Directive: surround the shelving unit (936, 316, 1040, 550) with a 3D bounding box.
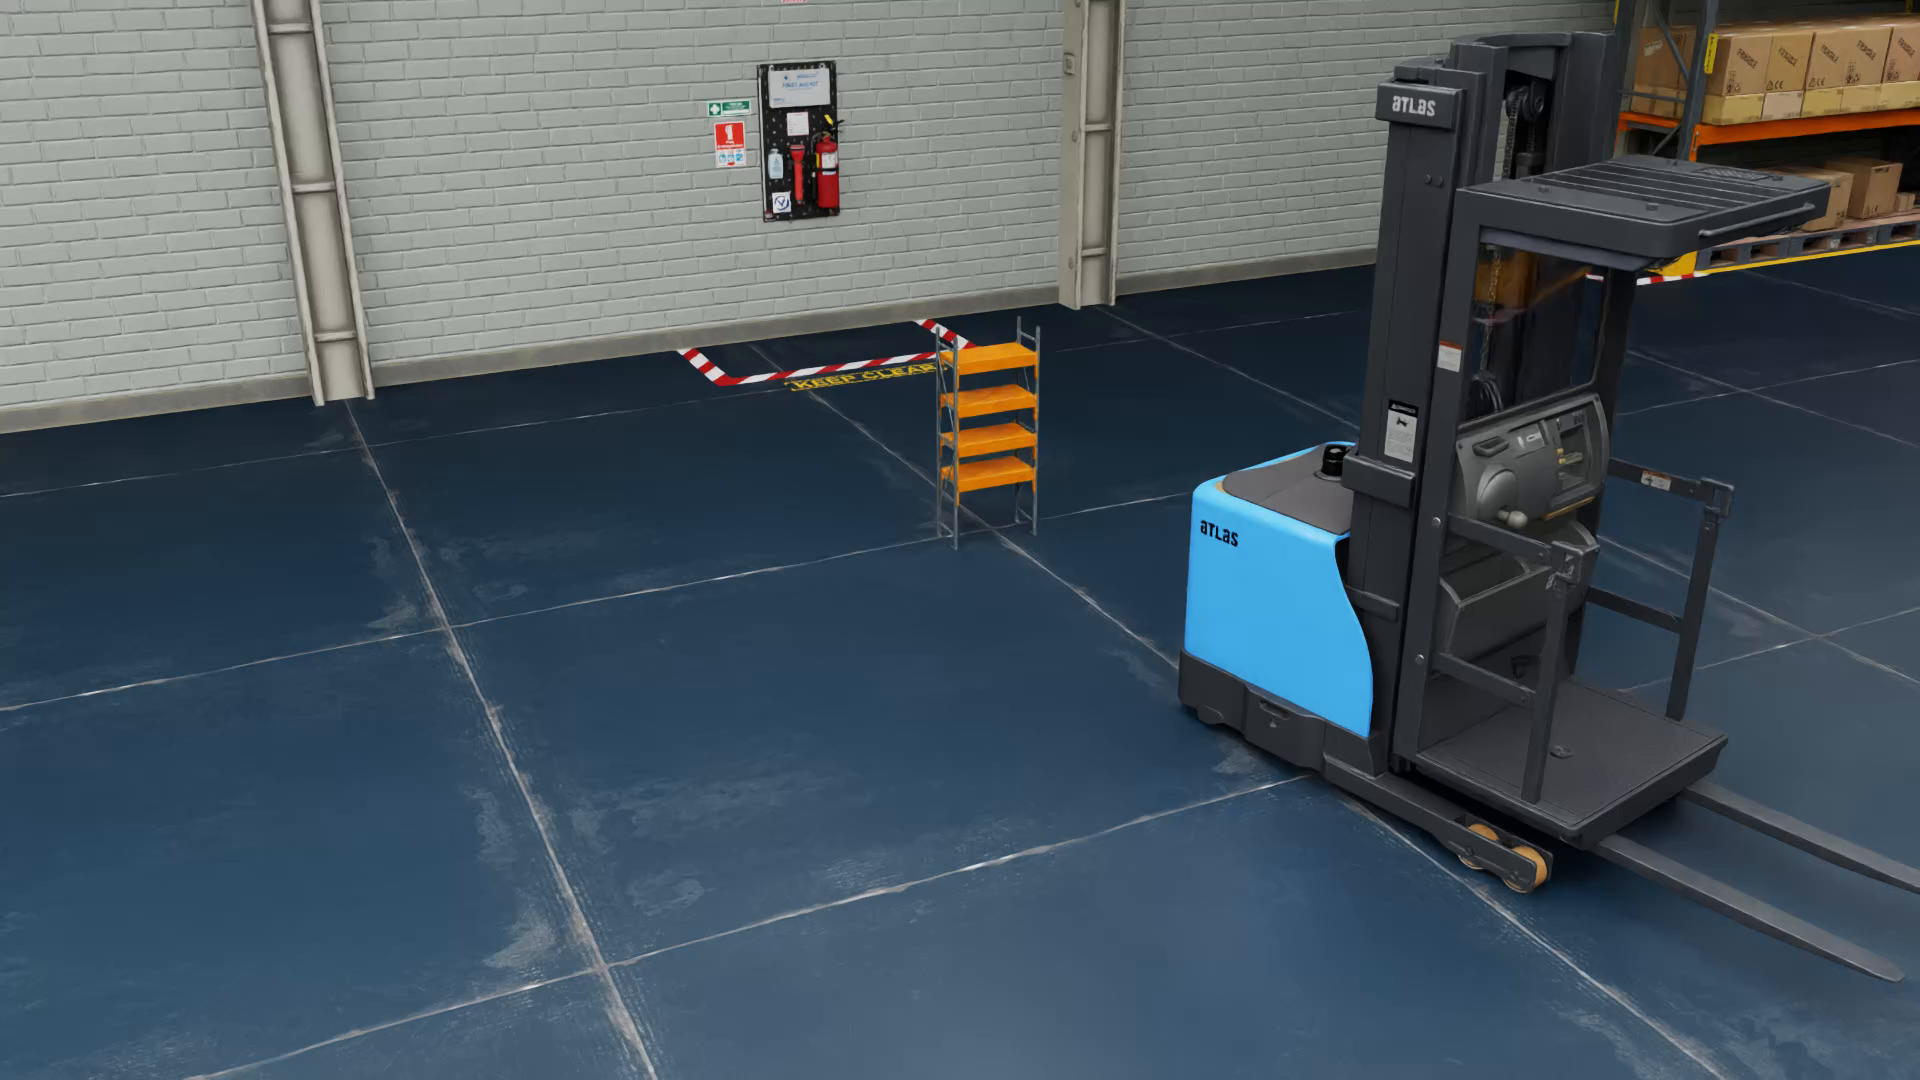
[{"bbox_3d":[0.149,-0.582,9.087,0.503,1.200,0.258,-10,25,-24],"label":"shelving unit"}]

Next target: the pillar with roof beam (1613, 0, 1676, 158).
[{"bbox_3d":[8.343,-5.675,11.194,0.400,9.000,9.100,-10,25,-24],"label":"pillar with roof beam"}]

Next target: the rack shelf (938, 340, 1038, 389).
[{"bbox_3d":[0.149,-0.945,8.937,0.480,0.148,0.258,-10,25,-24],"label":"rack shelf"}]

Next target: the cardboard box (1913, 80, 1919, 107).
[{"bbox_3d":[9.077,-4.313,15.918,0.500,0.250,0.500,-10,25,-23],"label":"cardboard box"}]

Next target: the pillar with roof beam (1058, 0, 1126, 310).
[{"bbox_3d":[2.937,-4.680,8.790,0.400,9.000,9.100,-10,25,-24],"label":"pillar with roof beam"}]

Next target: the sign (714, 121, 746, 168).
[{"bbox_3d":[-1.716,-2.955,12.420,0.234,0.329,0.001,-10,25,-24],"label":"sign"}]

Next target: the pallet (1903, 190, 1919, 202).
[{"bbox_3d":[10.526,-3.477,17.375,1.213,0.211,1.003,-10,25,-24],"label":"pallet"}]

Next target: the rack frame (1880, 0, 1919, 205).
[{"bbox_3d":[9.825,-4.636,16.528,0.127,3.000,1.000,-10,25,-24],"label":"rack frame"}]

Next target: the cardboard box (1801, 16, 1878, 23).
[{"bbox_3d":[8.391,-4.751,15.996,0.500,0.500,0.500,-10,24,-22],"label":"cardboard box"}]

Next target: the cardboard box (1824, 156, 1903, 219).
[{"bbox_3d":[8.907,-3.498,16.473,0.500,0.500,0.500,-12,26,-28],"label":"cardboard box"}]

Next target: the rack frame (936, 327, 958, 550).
[{"bbox_3d":[-0.071,-0.541,8.989,0.015,1.200,0.240,-10,25,-24],"label":"rack frame"}]

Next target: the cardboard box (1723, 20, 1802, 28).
[{"bbox_3d":[7.475,-4.578,15.577,0.500,0.500,0.500,-11,25,-25],"label":"cardboard box"}]

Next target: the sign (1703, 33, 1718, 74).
[{"bbox_3d":[6.456,-4.186,14.308,0.005,0.325,0.100,-10,25,-24],"label":"sign"}]

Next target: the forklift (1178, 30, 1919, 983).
[{"bbox_3d":[2.283,-0.275,6.081,1.130,2.935,3.031,-17,28,-36],"label":"forklift"}]

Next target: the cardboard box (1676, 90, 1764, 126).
[{"bbox_3d":[6.798,-3.884,14.881,0.500,0.250,0.500,-11,25,-25],"label":"cardboard box"}]

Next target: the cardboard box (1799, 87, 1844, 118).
[{"bbox_3d":[7.721,-4.058,15.300,0.500,0.250,0.500,-11,25,-24],"label":"cardboard box"}]

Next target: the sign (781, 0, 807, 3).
[{"bbox_3d":[-1.224,-4.099,12.199,0.199,0.298,0.001,-10,25,-24],"label":"sign"}]

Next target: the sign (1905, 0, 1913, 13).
[{"bbox_3d":[9.581,-5.362,16.767,0.005,0.325,0.100,-10,25,-24],"label":"sign"}]

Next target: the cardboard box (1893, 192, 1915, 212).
[{"bbox_3d":[9.356,-3.431,16.746,0.250,0.166,0.380,-14,26,-30],"label":"cardboard box"}]

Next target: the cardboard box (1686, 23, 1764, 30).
[{"bbox_3d":[7.011,-4.491,15.366,0.500,0.500,0.500,-10,25,-23],"label":"cardboard box"}]

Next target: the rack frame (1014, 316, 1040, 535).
[{"bbox_3d":[0.369,-0.622,9.185,0.015,1.200,0.240,-10,25,-24],"label":"rack frame"}]

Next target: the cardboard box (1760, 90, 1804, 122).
[{"bbox_3d":[7.260,-3.975,15.101,0.500,0.250,0.500,-11,25,-25],"label":"cardboard box"}]

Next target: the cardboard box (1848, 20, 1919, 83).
[{"bbox_3d":[8.627,-4.573,15.565,0.500,0.500,0.500,-11,25,-25],"label":"cardboard box"}]

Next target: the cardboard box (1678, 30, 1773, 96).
[{"bbox_3d":[6.781,-4.235,14.748,0.500,0.500,0.500,-10,25,-24],"label":"cardboard box"}]

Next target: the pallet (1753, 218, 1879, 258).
[{"bbox_3d":[8.134,-3.020,16.270,1.213,0.211,1.003,-10,25,-24],"label":"pallet"}]

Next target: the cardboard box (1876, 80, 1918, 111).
[{"bbox_3d":[8.630,-4.224,15.704,0.500,0.250,0.500,-11,25,-24],"label":"cardboard box"}]

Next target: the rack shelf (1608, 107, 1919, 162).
[{"bbox_3d":[8.023,-3.972,15.864,4.000,0.370,1.077,-10,25,-24],"label":"rack shelf"}]

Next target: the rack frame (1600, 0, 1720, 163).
[{"bbox_3d":[6.220,-3.973,14.925,0.127,3.000,1.000,-10,25,-24],"label":"rack frame"}]

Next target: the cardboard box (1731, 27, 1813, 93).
[{"bbox_3d":[7.231,-4.313,14.937,0.500,0.500,0.500,-10,25,-23],"label":"cardboard box"}]

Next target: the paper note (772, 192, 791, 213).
[{"bbox_3d":[-1.363,-2.582,12.718,0.142,0.148,0.016,-10,25,-24],"label":"paper note"}]

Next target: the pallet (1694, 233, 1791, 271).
[{"bbox_3d":[7.036,-2.819,15.785,1.213,0.211,1.003,-10,25,-24],"label":"pallet"}]

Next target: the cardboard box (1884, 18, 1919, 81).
[{"bbox_3d":[9.086,-4.653,15.758,0.500,0.500,0.500,-11,25,-24],"label":"cardboard box"}]

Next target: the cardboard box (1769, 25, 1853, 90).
[{"bbox_3d":[7.699,-4.397,15.139,0.500,0.500,0.500,-11,25,-25],"label":"cardboard box"}]

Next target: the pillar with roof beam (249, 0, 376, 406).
[{"bbox_3d":[-2.470,-3.685,6.385,0.400,9.000,9.100,-10,25,-24],"label":"pillar with roof beam"}]

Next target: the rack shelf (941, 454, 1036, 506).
[{"bbox_3d":[0.149,-0.336,9.189,0.480,0.148,0.258,-10,25,-24],"label":"rack shelf"}]

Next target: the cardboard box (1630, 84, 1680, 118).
[{"bbox_3d":[6.558,-4.057,15.299,0.500,0.250,0.500,-10,25,-23],"label":"cardboard box"}]

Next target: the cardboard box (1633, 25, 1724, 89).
[{"bbox_3d":[6.553,-4.410,15.172,0.500,0.500,0.500,-11,25,-24],"label":"cardboard box"}]

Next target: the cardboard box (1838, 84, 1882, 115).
[{"bbox_3d":[8.178,-4.141,15.501,0.500,0.250,0.500,-10,25,-23],"label":"cardboard box"}]

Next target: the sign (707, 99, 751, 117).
[{"bbox_3d":[-1.709,-3.198,12.313,0.331,0.109,0.001,-10,25,-24],"label":"sign"}]

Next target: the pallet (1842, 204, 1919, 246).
[{"bbox_3d":[9.235,-3.224,16.763,1.213,0.211,1.003,-10,25,-24],"label":"pallet"}]

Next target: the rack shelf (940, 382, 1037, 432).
[{"bbox_3d":[0.149,-0.726,9.027,0.480,0.148,0.258,-10,25,-24],"label":"rack shelf"}]

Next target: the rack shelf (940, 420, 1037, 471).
[{"bbox_3d":[0.149,-0.520,9.113,0.480,0.148,0.258,-10,25,-24],"label":"rack shelf"}]

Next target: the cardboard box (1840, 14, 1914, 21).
[{"bbox_3d":[8.843,-4.832,16.191,0.500,0.500,0.500,-11,25,-24],"label":"cardboard box"}]

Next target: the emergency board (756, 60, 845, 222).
[{"bbox_3d":[-1.174,-2.995,12.563,0.643,1.169,0.194,-10,25,-24],"label":"emergency board"}]

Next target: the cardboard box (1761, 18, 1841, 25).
[{"bbox_3d":[7.929,-4.661,15.778,0.500,0.500,0.500,-10,25,-23],"label":"cardboard box"}]

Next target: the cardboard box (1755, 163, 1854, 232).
[{"bbox_3d":[8.079,-3.304,16.002,0.500,0.500,0.700,-12,25,-27],"label":"cardboard box"}]

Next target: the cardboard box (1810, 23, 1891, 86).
[{"bbox_3d":[8.159,-4.486,15.356,0.500,0.500,0.500,-10,24,-22],"label":"cardboard box"}]

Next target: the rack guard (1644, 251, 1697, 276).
[{"bbox_3d":[6.289,-2.830,15.434,0.348,0.500,1.175,-10,25,-24],"label":"rack guard"}]

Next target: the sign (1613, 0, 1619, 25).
[{"bbox_3d":[5.998,-4.848,15.113,0.005,0.325,0.100,-10,25,-24],"label":"sign"}]

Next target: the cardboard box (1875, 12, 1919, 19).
[{"bbox_3d":[9.311,-4.917,16.395,0.500,0.500,0.500,-11,25,-25],"label":"cardboard box"}]
